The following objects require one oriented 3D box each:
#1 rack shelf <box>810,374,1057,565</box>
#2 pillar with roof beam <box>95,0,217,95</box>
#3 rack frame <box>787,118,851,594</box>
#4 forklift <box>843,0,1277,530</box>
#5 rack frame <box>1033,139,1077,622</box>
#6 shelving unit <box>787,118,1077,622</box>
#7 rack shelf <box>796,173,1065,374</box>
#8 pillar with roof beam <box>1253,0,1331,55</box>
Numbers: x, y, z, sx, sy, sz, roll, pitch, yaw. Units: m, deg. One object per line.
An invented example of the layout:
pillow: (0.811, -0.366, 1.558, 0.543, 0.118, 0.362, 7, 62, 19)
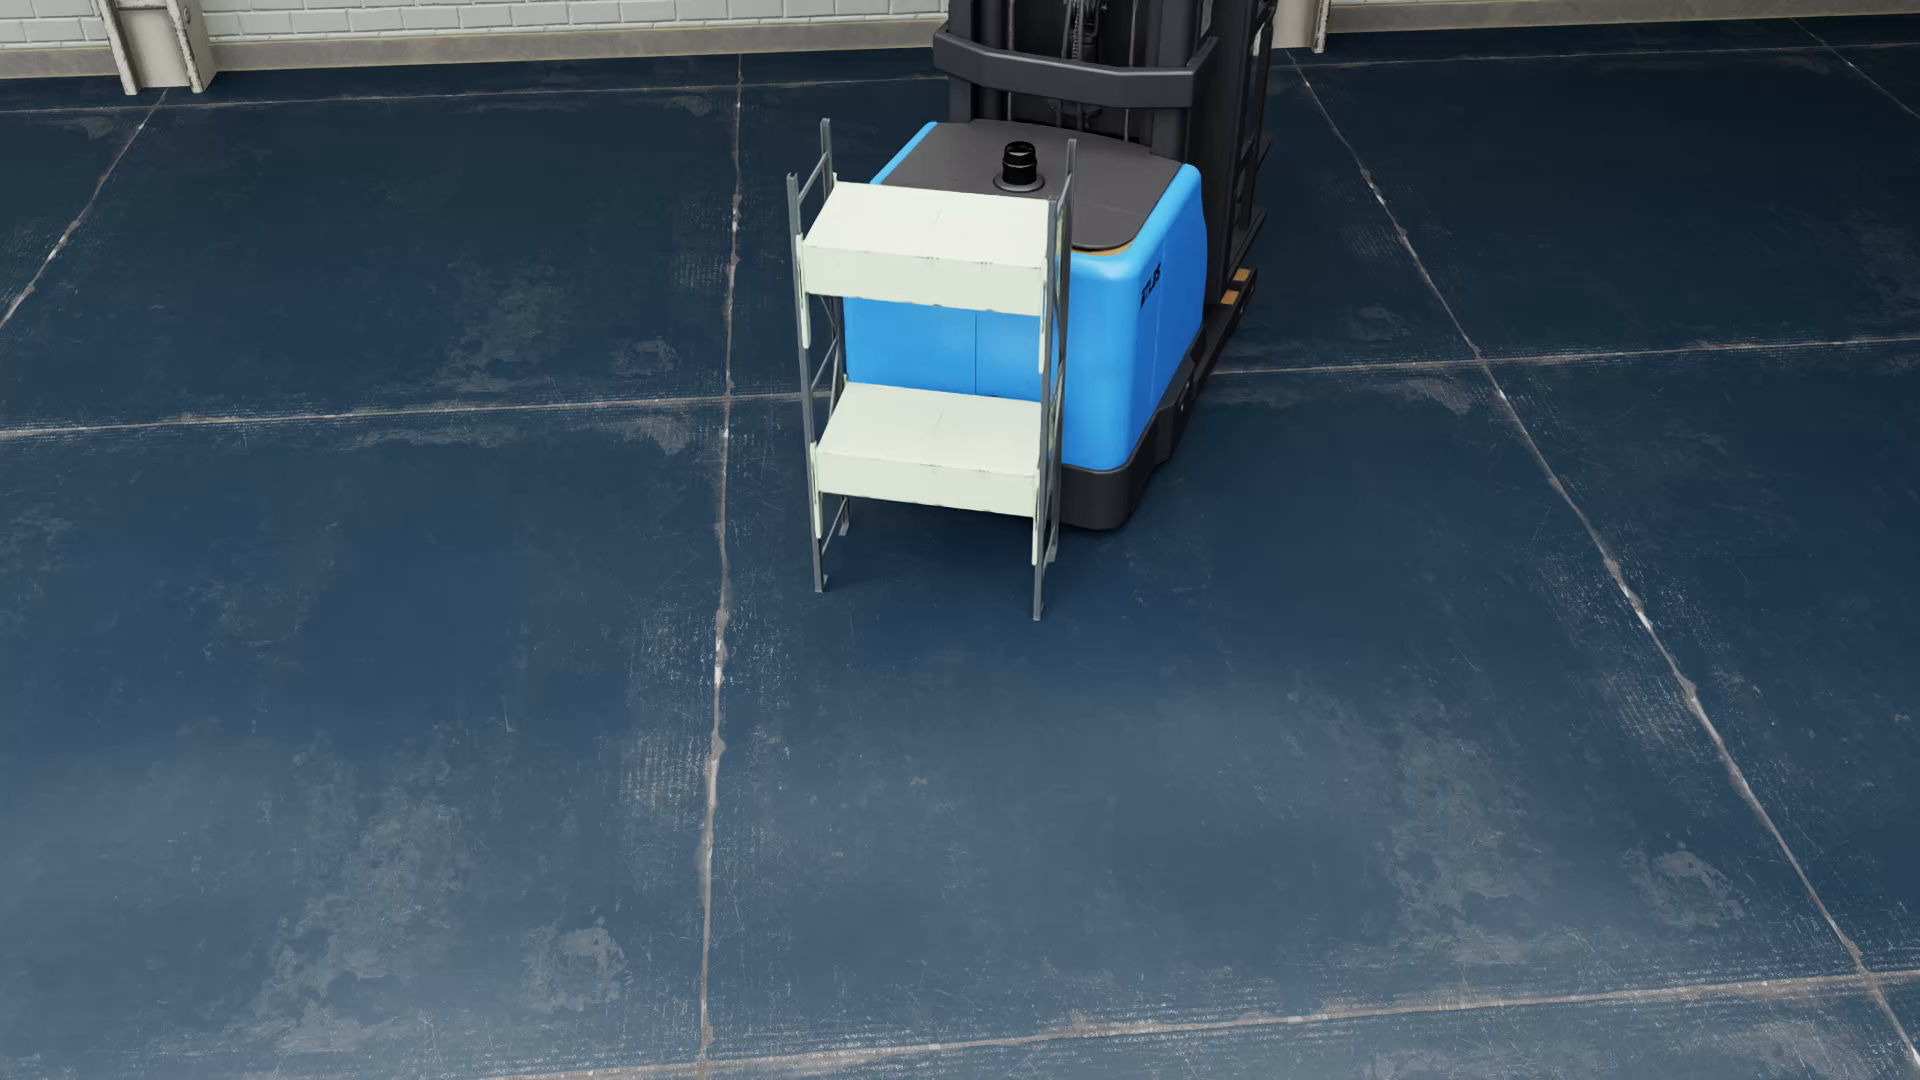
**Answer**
rack shelf: (-0.072, -0.233, 5.361, 0.720, 0.370, 0.431, 7, 39, 9)
pillar with roof beam: (-3.803, -3.313, 2.684, 0.400, 9.000, 9.100, -3, 38, -4)
rack frame: (-0.431, -0.533, 5.214, 0.023, 1.500, 0.400, 7, 39, 9)
forklift: (0.603, -2.100, 6.045, 1.130, 2.935, 3.031, 14, 40, 17)
rack frame: (0.287, -0.445, 5.104, 0.023, 1.500, 0.400, 7, 39, 9)
shelving unit: (-0.072, -0.489, 5.159, 0.755, 1.500, 0.431, 7, 39, 9)
rack shelf: (-0.072, -0.795, 4.917, 0.720, 0.370, 0.431, 7, 39, 9)
pillar with roof beam: (2.174, -3.642, 3.101, 0.400, 9.000, 9.100, -3, 38, -4)
